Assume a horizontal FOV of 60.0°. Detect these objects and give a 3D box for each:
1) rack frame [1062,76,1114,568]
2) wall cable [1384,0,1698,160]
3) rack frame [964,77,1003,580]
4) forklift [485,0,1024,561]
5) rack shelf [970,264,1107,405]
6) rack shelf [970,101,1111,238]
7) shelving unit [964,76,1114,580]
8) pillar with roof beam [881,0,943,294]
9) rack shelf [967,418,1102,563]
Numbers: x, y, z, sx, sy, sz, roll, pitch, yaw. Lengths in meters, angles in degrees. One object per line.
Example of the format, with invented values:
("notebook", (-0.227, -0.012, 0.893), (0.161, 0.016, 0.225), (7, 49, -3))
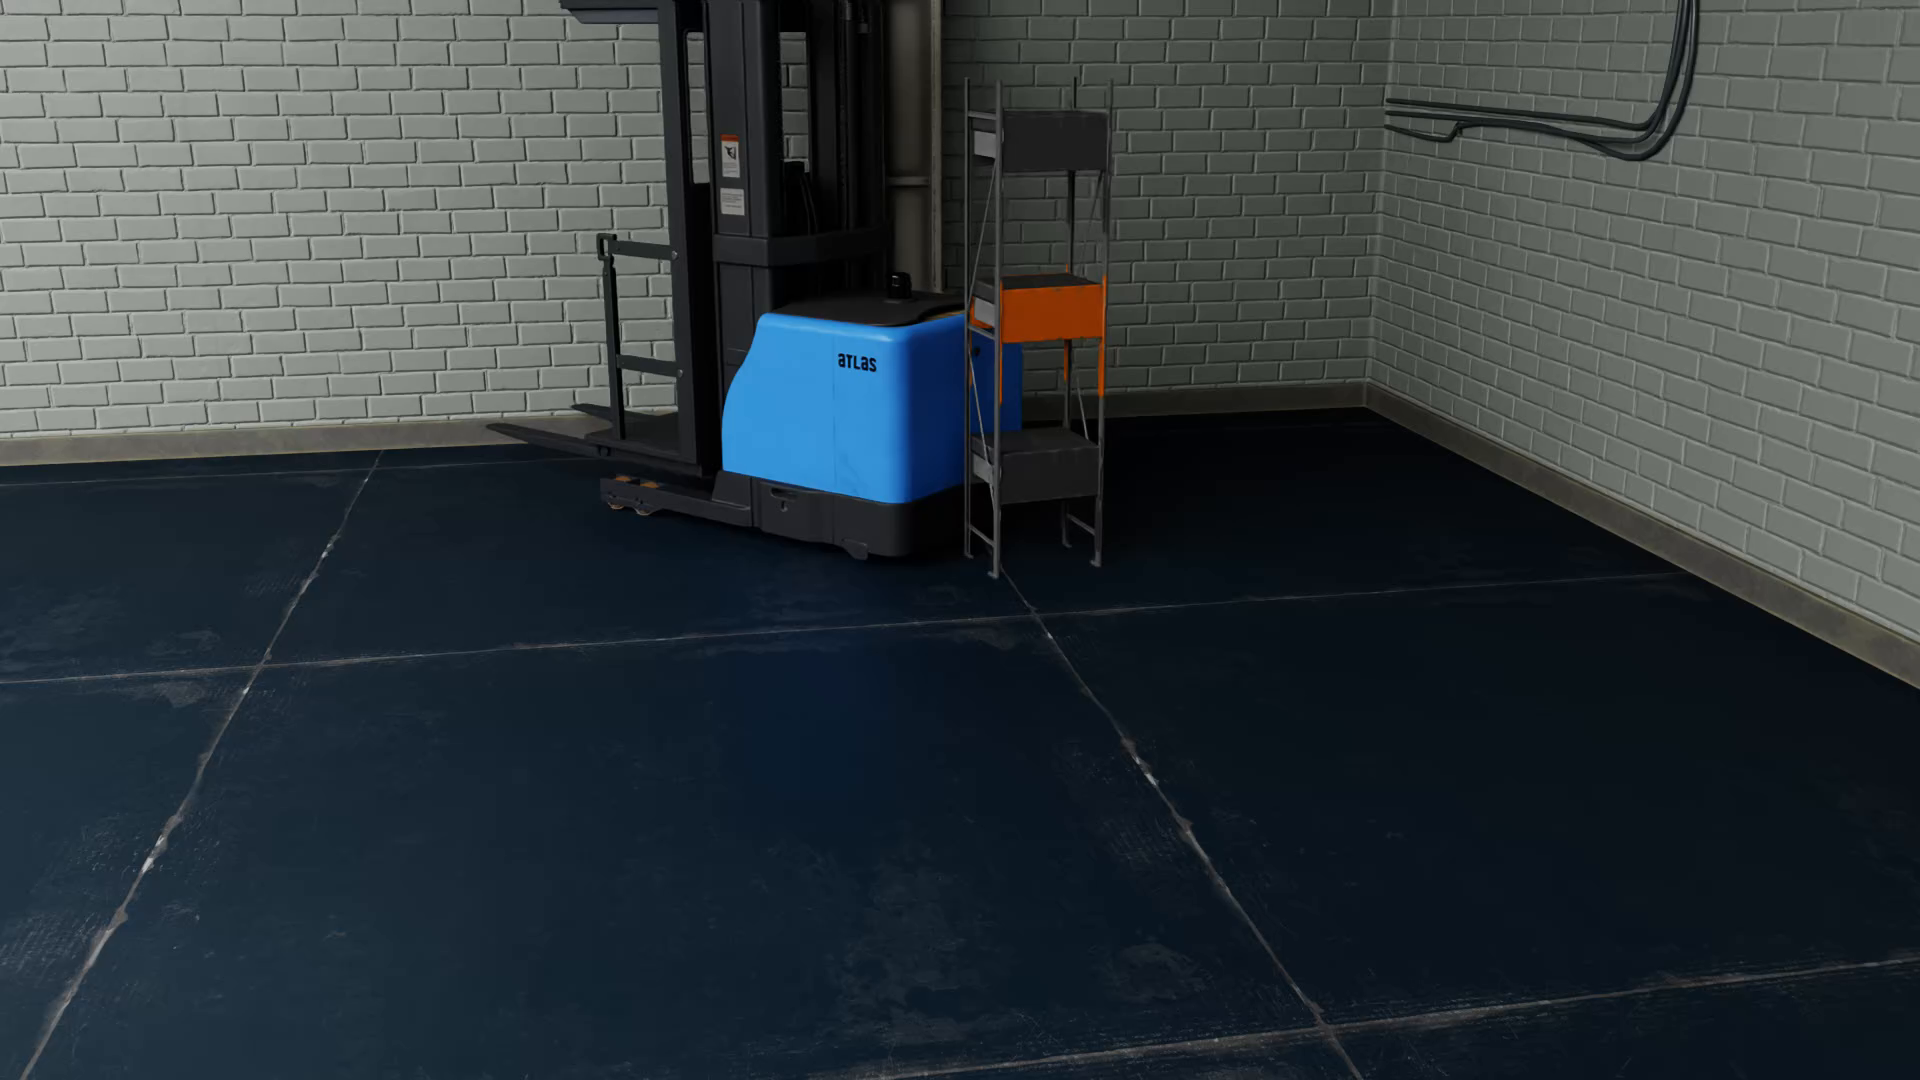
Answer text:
("rack frame", (0.553, -0.936, 7.282), (0.015, 2.100, 0.400), (-6, 18, -19))
("wall cable", (2.821, -3.249, 8.351), (0.112, 2.526, 3.097), (-3, 17, -10))
("rack frame", (0.095, -0.886, 7.121), (0.015, 2.100, 0.400), (-6, 18, -19))
("forklift", (-1.179, -1.631, 8.129), (3.031, 2.935, 1.130), (12, 21, 34))
("rack shelf", (0.324, -0.898, 7.205), (0.480, 0.518, 0.431), (-6, 18, -19))
("rack shelf", (0.324, -1.567, 7.000), (0.480, 0.518, 0.431), (-6, 18, -19))
("shelving unit", (0.324, -0.911, 7.201), (0.503, 2.100, 0.431), (-6, 18, -19))
("pillar with roof beam", (0.494, -3.709, 4.562), (0.400, 9.000, 9.100), (-3, 17, -10))
("rack shelf", (0.324, -0.229, 7.411), (0.480, 0.518, 0.431), (-6, 18, -19))
